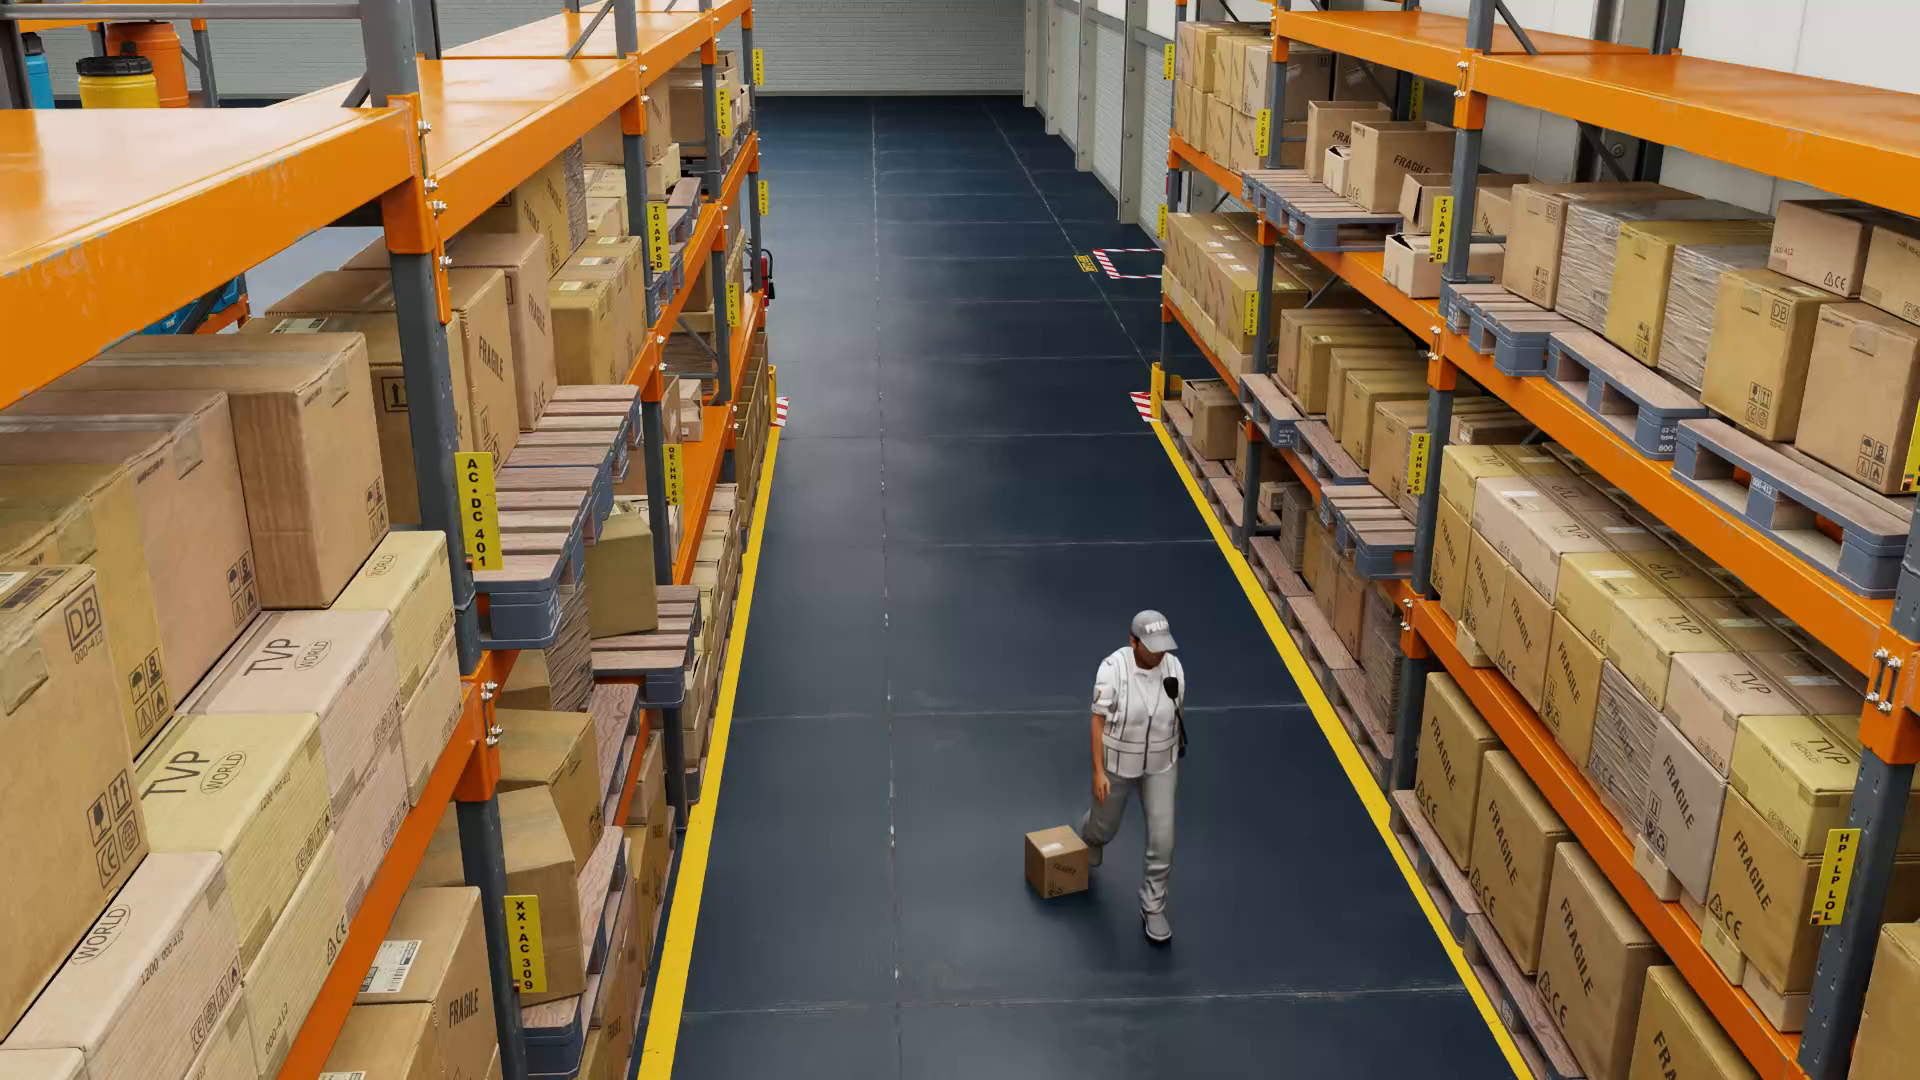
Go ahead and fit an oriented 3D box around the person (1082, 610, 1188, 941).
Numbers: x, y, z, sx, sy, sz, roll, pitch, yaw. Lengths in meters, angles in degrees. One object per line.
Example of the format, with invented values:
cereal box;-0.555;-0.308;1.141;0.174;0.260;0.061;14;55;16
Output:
person;0.857;1.062;8.201;0.480;1.624;0.851;-3;21;-7
